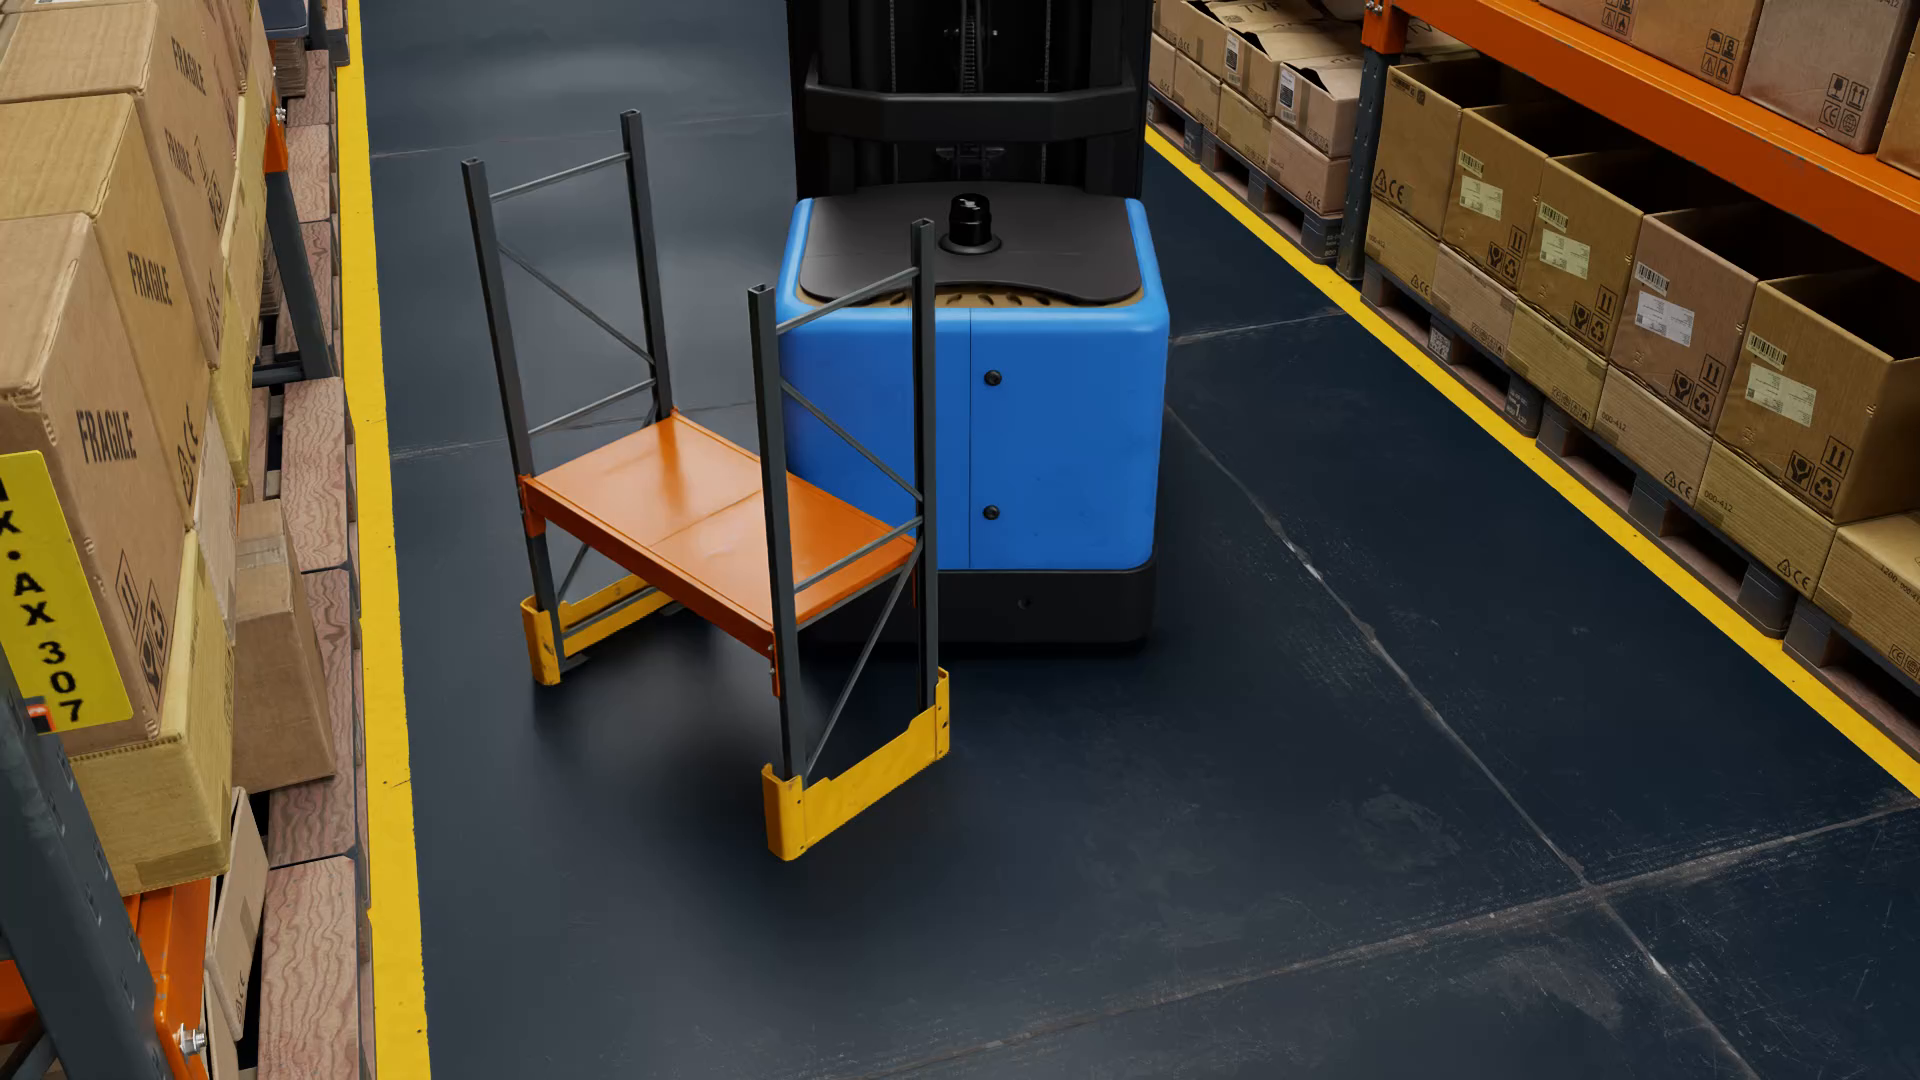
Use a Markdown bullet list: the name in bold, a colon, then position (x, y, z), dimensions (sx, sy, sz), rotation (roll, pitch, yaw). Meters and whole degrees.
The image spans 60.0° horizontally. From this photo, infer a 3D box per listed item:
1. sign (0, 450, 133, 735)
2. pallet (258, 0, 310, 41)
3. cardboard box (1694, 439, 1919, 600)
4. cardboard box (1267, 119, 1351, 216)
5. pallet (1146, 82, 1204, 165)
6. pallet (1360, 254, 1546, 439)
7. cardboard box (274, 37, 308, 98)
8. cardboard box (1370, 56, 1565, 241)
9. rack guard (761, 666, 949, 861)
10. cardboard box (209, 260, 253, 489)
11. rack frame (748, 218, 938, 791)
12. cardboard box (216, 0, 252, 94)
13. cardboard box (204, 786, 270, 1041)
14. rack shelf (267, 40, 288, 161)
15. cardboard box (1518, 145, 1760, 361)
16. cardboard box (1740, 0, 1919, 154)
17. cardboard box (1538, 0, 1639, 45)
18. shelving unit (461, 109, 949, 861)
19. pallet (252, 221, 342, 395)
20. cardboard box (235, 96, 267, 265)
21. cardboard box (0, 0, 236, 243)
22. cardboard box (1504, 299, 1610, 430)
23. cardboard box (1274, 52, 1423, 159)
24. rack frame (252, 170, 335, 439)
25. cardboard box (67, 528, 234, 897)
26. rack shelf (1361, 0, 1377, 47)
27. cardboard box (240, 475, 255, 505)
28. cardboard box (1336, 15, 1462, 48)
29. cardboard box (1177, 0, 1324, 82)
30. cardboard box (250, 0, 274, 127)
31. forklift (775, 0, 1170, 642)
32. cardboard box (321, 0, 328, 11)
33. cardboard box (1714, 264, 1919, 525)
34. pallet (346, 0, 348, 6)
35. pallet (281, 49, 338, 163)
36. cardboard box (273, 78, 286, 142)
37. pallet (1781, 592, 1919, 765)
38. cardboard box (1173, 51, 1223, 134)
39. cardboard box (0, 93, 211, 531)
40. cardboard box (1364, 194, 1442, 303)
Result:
- **sign**: position (-0.920, 0.059, 1.654), dimensions (0.100, 0.325, 0.005), rotation (-10, 35, -15)
- **pallet**: position (-2.751, -1.934, 5.630), dimensions (1.003, 0.211, 1.213), rotation (-10, 35, -15)
- **cardboard box**: position (2.517, -0.106, 4.802), dimensions (0.500, 0.250, 0.500), rotation (-10, 35, -15)
- **cardboard box**: position (1.657, -1.620, 7.094), dimensions (0.500, 0.250, 0.500), rotation (-10, 35, -15)
- **pallet**: position (1.422, -2.282, 8.512), dimensions (1.003, 0.211, 1.213), rotation (-10, 35, -15)
- **pallet**: position (2.262, -0.835, 6.322), dimensions (1.003, 0.211, 1.213), rotation (-10, 35, -15)
- **cardboard box**: position (-3.608, -2.460, 8.120), dimensions (0.700, 0.500, 0.500), rotation (-10, 35, -14)
- **cardboard box**: position (1.903, -1.468, 6.184), dimensions (0.500, 0.500, 0.500), rotation (-10, 35, -15)
- **rack guard**: position (-0.251, 0.552, 4.188), dimensions (0.087, 0.250, 0.587), rotation (27, 42, 35)
- **cardboard box**: position (-1.605, -0.282, 3.074), dimensions (0.500, 0.250, 0.500), rotation (-11, 35, -15)
- **rack frame**: position (-0.237, 0.038, 3.833), dimensions (0.032, 1.500, 0.500), rotation (27, 42, 35)
- **cardboard box**: position (-2.060, -1.390, 4.070), dimensions (0.500, 0.500, 0.500), rotation (-10, 35, -15)
- **cardboard box**: position (-1.736, 0.772, 3.400), dimensions (0.500, 0.311, 0.500), rotation (-7, 34, -11)
- **rack shelf**: position (-3.267, -2.338, 6.720), dimensions (1.077, 0.370, 4.000), rotation (-10, 35, -15)
- **cardboard box**: position (2.208, -0.943, 5.389), dimensions (0.500, 0.500, 0.500), rotation (-10, 35, -15)
- **cardboard box**: position (2.675, -1.424, 4.594), dimensions (0.700, 0.500, 0.500), rotation (-9, 35, -13)
- **cardboard box**: position (2.368, -1.957, 5.400), dimensions (0.700, 0.500, 0.500), rotation (-10, 35, -15)
- **shelving unit**: position (-0.613, -0.158, 4.129), dimensions (1.083, 1.500, 0.587), rotation (27, 42, 35)
- **pallet**: position (-2.896, -0.833, 6.320), dimensions (1.003, 0.211, 1.213), rotation (-10, 35, -15)
- **cardboard box**: position (-1.911, -0.812, 3.876), dimensions (0.500, 0.250, 0.500), rotation (-10, 35, -15)
- **cardboard box**: position (-1.758, -0.850, 3.254), dimensions (0.500, 0.500, 0.500), rotation (-9, 34, -13)
- **cardboard box**: position (2.208, -0.630, 5.596), dimensions (0.500, 0.250, 0.500), rotation (-10, 35, -15)
- **cardboard box**: position (1.663, -1.850, 6.933), dimensions (0.500, 0.311, 0.500), rotation (-10, 35, -15)
- **rack frame**: position (-2.657, -1.588, 4.933), dimensions (1.000, 3.000, 0.127), rotation (-10, 35, -15)
- **cardboard box**: position (-1.283, 0.257, 2.259), dimensions (0.500, 0.250, 0.500), rotation (-11, 35, -16)
- **rack shelf**: position (1.450, -3.173, 7.984), dimensions (1.077, 0.370, 4.000), rotation (-10, 35, -15)
- **cardboard box**: position (-2.302, -0.191, 4.686), dimensions (0.500, 0.500, 0.500), rotation (-13, 35, -18)
- **cardboard box**: position (2.023, -2.208, 7.475), dimensions (0.500, 0.311, 0.500), rotation (-10, 35, -15)
- **cardboard box**: position (1.348, -2.384, 7.742), dimensions (0.500, 0.311, 0.500), rotation (-10, 35, -15)
- **cardboard box**: position (-2.224, -1.336, 4.669), dimensions (0.500, 0.250, 0.500), rotation (-10, 35, -15)
- **forklift**: position (0.029, -1.709, 5.178), dimensions (1.130, 2.935, 3.031), rotation (0, 33, 0)
- **cardboard box**: position (-3.976, -3.375, 9.205), dimensions (0.750, 0.750, 0.750), rotation (-10, 35, -15)
- **cardboard box**: position (2.514, -0.418, 4.595), dimensions (0.500, 0.500, 0.500), rotation (-10, 35, -15)
- **pallet**: position (-4.414, -3.591, 10.493), dimensions (1.003, 0.211, 1.213), rotation (-10, 35, -15)
- **pallet**: position (-3.640, -2.114, 8.258), dimensions (1.003, 0.211, 1.213), rotation (-10, 35, -15)
- **cardboard box**: position (-3.383, -1.914, 7.293), dimensions (0.700, 0.500, 0.500), rotation (-10, 35, -15)
- **pallet**: position (3.007, 0.446, 4.384), dimensions (1.003, 0.211, 1.213), rotation (-10, 35, -15)
- **cardboard box**: position (1.348, -2.155, 7.903), dimensions (0.500, 0.250, 0.500), rotation (-9, 35, -14)
- **cardboard box**: position (-1.437, -0.309, 2.435), dimensions (0.500, 0.500, 0.500), rotation (-10, 35, -15)
- **cardboard box**: position (1.912, -1.157, 6.393), dimensions (0.500, 0.250, 0.500), rotation (-10, 35, -15)
